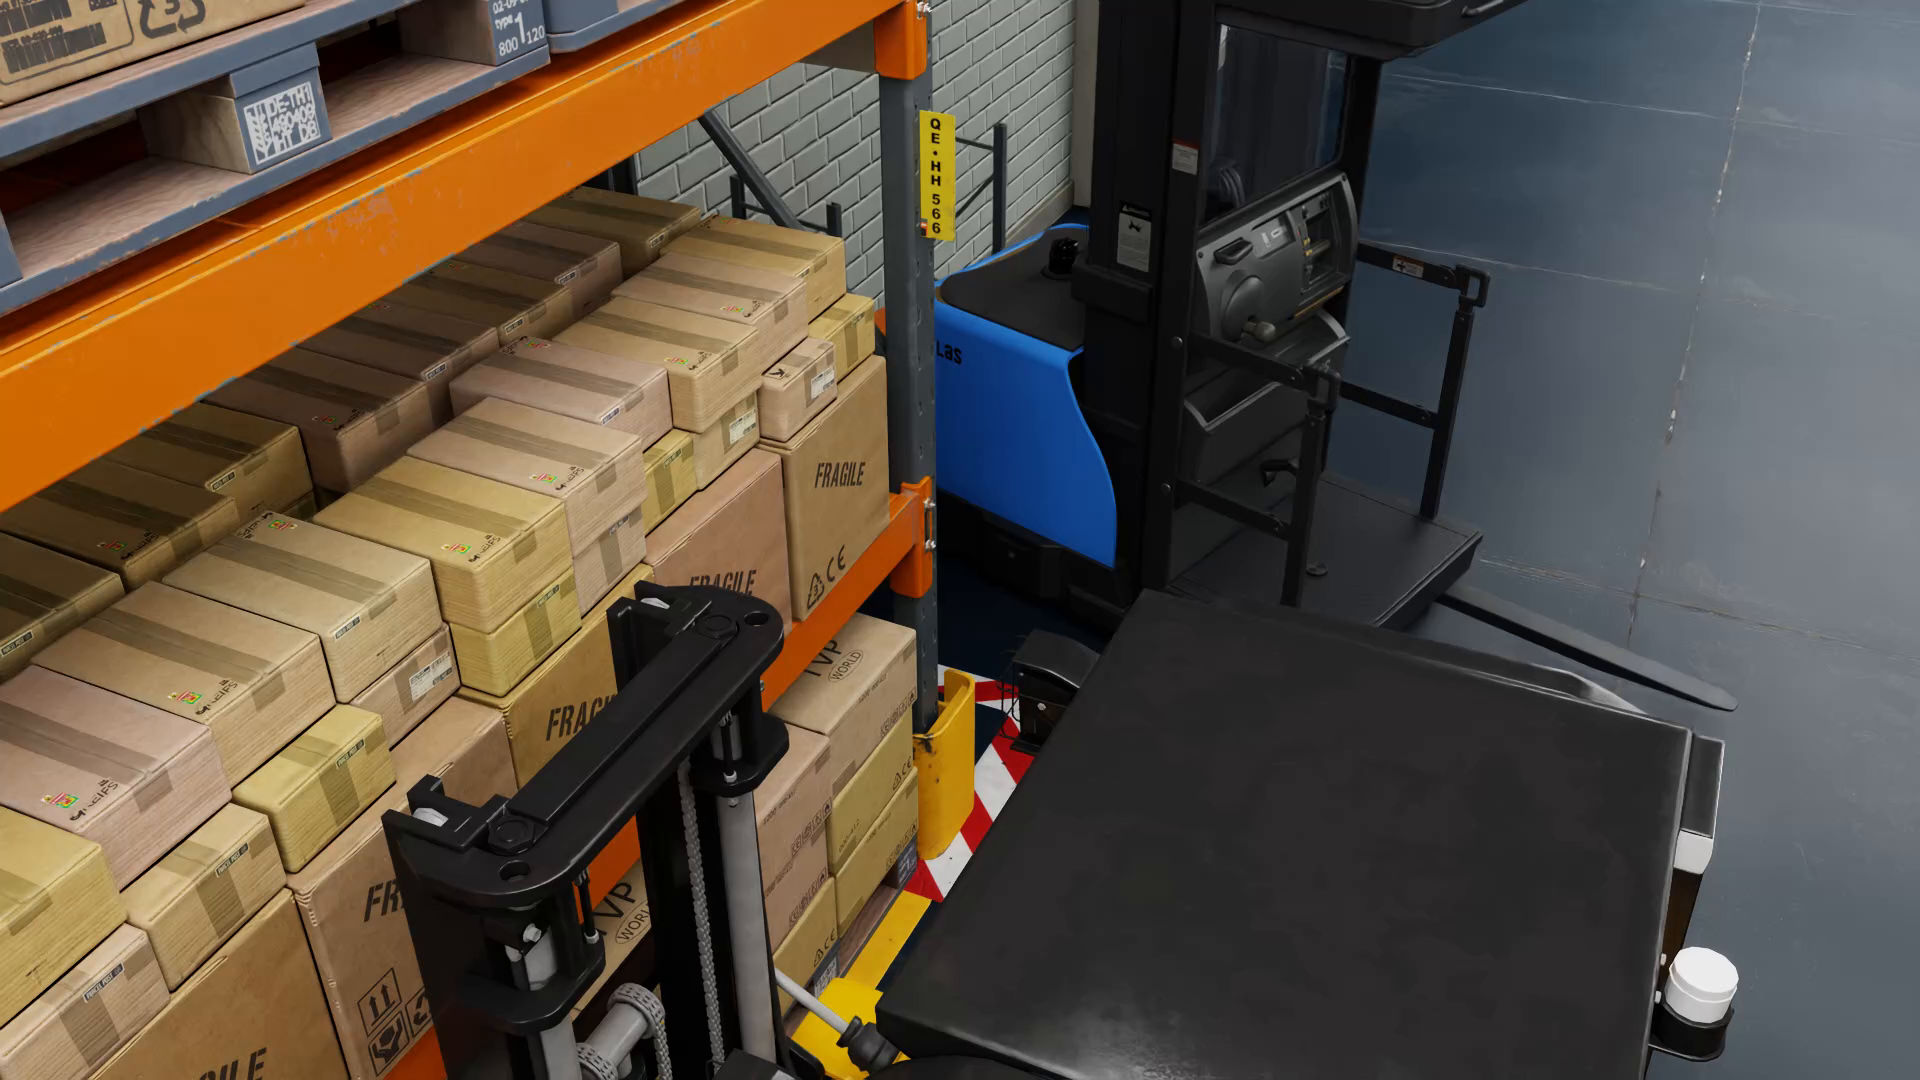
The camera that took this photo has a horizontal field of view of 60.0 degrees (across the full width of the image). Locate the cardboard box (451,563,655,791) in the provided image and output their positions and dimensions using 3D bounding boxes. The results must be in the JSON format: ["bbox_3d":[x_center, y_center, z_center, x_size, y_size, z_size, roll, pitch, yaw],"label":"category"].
[{"bbox_3d":[-0.952,0.330,3.420,0.500,0.500,0.500,13,36,20],"label":"cardboard box"}]

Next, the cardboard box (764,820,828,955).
[{"bbox_3d":[-0.684,0.881,4.339,0.500,0.250,0.500,14,36,20],"label":"cardboard box"}]

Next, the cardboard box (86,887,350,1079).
[{"bbox_3d":[-1.382,0.828,2.660,0.500,0.500,0.500,14,36,20],"label":"cardboard box"}]

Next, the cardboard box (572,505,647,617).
[{"bbox_3d":[-0.863,-0.007,3.343,0.380,0.149,0.250,13,35,19],"label":"cardboard box"}]

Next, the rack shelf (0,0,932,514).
[{"bbox_3d":[-1.382,-0.403,2.549,1.077,0.370,4.000,14,36,20],"label":"rack shelf"}]

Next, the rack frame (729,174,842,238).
[{"bbox_3d":[-0.625,-0.617,6.323,0.500,1.500,0.032,22,39,30],"label":"rack frame"}]

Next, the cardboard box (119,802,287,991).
[{"bbox_3d":[-1.285,0.505,2.562,0.380,0.149,0.250,13,35,19],"label":"cardboard box"}]

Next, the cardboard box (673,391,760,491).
[{"bbox_3d":[-0.680,-0.272,3.747,0.380,0.149,0.250,15,36,21],"label":"cardboard box"}]

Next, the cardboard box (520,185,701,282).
[{"bbox_3d":[-0.880,-0.764,4.226,0.380,0.149,0.250,13,36,20],"label":"cardboard box"}]

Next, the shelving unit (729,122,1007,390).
[{"bbox_3d":[-0.331,-0.838,6.661,0.587,1.500,1.083,22,39,30],"label":"shelving unit"}]

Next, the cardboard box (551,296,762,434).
[{"bbox_3d":[-0.663,-0.389,3.654,0.380,0.149,0.250,15,36,22],"label":"cardboard box"}]

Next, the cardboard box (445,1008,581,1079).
[{"bbox_3d":[-1.084,1.172,3.440,0.500,0.250,0.500,13,36,20],"label":"cardboard box"}]

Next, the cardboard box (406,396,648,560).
[{"bbox_3d":[-0.843,-0.127,3.255,0.380,0.149,0.250,15,36,22],"label":"cardboard box"}]

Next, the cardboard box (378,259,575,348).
[{"bbox_3d":[-1.117,-0.507,3.834,0.380,0.149,0.250,15,36,21],"label":"cardboard box"}]

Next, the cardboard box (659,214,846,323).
[{"bbox_3d":[-0.504,-0.656,4.061,0.380,0.149,0.250,14,36,21],"label":"cardboard box"}]

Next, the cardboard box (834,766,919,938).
[{"bbox_3d":[-0.455,0.836,4.865,0.500,0.250,0.500,14,36,21],"label":"cardboard box"}]

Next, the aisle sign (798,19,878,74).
[{"bbox_3d":[-0.251,-1.498,3.928,0.394,0.787,0.004,14,36,20],"label":"aisle sign"}]

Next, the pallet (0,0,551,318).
[{"bbox_3d":[-1.374,-0.707,2.437,1.003,0.211,1.213,14,36,20],"label":"pallet"}]

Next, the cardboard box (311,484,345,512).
[{"bbox_3d":[-1.416,-0.159,3.575,0.380,0.149,0.250,15,36,21],"label":"cardboard box"}]

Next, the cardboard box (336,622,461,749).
[{"bbox_3d":[-1.136,0.227,2.986,0.380,0.149,0.250,14,36,20],"label":"cardboard box"}]

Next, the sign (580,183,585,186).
[{"bbox_3d":[-1.047,-0.971,4.633,0.100,0.325,0.005,14,36,20],"label":"sign"}]

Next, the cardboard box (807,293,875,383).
[{"bbox_3d":[-0.436,-0.521,4.127,0.380,0.149,0.250,15,36,21],"label":"cardboard box"}]

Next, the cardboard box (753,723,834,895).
[{"bbox_3d":[-0.663,0.667,4.209,0.500,0.250,0.500,15,36,21],"label":"cardboard box"}]

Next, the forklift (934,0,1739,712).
[{"bbox_3d":[1.230,-0.909,5.464,3.031,2.935,1.130,26,41,33],"label":"forklift"}]

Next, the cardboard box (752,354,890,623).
[{"bbox_3d":[-0.512,-0.182,4.200,0.500,0.500,0.500,13,36,19],"label":"cardboard box"}]

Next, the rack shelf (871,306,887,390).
[{"bbox_3d":[-0.326,-0.692,6.766,0.538,0.185,1.000,22,39,30],"label":"rack shelf"}]

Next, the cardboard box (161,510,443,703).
[{"bbox_3d":[-1.140,0.109,2.894,0.380,0.149,0.250,15,36,21],"label":"cardboard box"}]

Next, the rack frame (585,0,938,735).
[{"bbox_3d":[-0.545,-0.445,4.693,1.000,3.000,0.127,14,36,20],"label":"rack frame"}]

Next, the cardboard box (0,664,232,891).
[{"bbox_3d":[-1.349,0.359,2.513,0.380,0.149,0.250,14,36,20],"label":"cardboard box"}]

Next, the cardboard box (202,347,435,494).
[{"bbox_3d":[-1.322,-0.250,3.442,0.380,0.149,0.250,15,36,22],"label":"cardboard box"}]

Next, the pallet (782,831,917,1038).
[{"bbox_3d":[-0.827,1.111,4.862,1.003,0.211,1.213,14,36,20],"label":"pallet"}]

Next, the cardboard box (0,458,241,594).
[{"bbox_3d":[-1.553,-0.001,3.061,0.380,0.149,0.250,14,36,21],"label":"cardboard box"}]
